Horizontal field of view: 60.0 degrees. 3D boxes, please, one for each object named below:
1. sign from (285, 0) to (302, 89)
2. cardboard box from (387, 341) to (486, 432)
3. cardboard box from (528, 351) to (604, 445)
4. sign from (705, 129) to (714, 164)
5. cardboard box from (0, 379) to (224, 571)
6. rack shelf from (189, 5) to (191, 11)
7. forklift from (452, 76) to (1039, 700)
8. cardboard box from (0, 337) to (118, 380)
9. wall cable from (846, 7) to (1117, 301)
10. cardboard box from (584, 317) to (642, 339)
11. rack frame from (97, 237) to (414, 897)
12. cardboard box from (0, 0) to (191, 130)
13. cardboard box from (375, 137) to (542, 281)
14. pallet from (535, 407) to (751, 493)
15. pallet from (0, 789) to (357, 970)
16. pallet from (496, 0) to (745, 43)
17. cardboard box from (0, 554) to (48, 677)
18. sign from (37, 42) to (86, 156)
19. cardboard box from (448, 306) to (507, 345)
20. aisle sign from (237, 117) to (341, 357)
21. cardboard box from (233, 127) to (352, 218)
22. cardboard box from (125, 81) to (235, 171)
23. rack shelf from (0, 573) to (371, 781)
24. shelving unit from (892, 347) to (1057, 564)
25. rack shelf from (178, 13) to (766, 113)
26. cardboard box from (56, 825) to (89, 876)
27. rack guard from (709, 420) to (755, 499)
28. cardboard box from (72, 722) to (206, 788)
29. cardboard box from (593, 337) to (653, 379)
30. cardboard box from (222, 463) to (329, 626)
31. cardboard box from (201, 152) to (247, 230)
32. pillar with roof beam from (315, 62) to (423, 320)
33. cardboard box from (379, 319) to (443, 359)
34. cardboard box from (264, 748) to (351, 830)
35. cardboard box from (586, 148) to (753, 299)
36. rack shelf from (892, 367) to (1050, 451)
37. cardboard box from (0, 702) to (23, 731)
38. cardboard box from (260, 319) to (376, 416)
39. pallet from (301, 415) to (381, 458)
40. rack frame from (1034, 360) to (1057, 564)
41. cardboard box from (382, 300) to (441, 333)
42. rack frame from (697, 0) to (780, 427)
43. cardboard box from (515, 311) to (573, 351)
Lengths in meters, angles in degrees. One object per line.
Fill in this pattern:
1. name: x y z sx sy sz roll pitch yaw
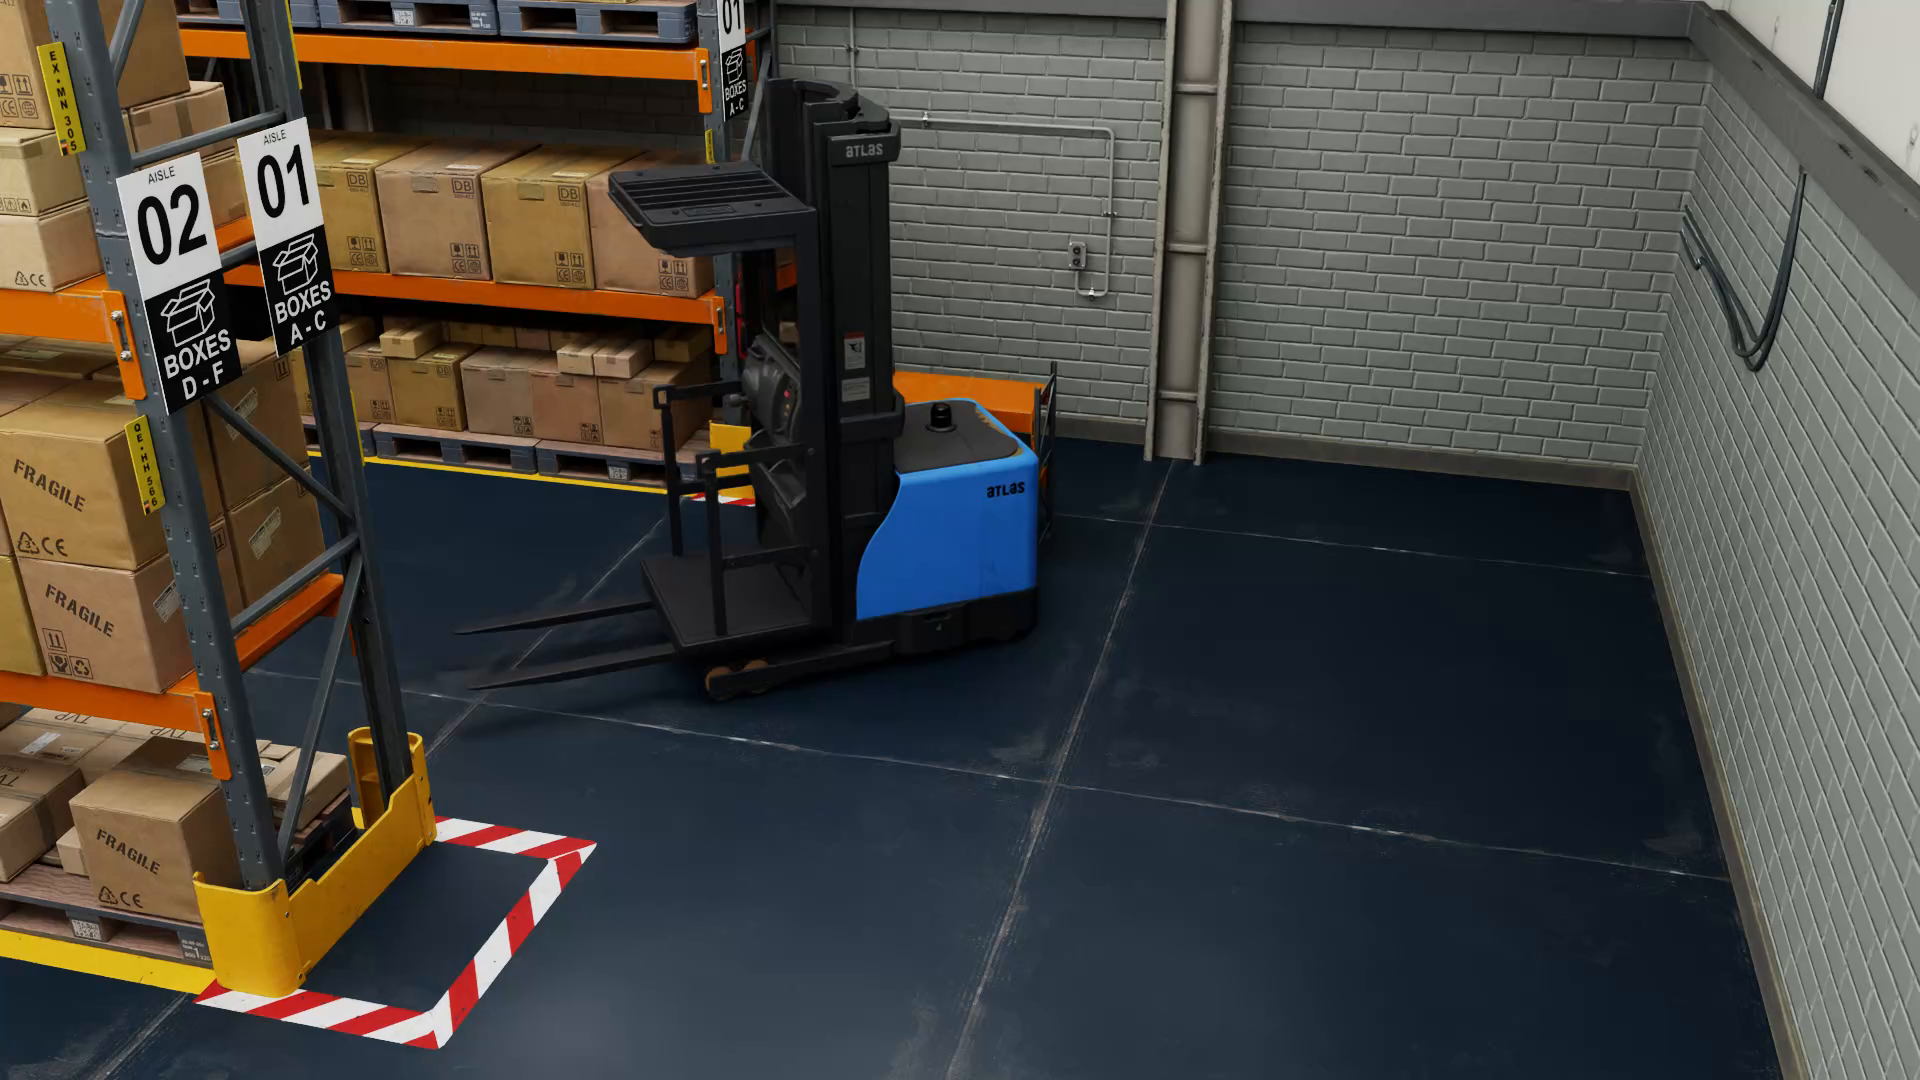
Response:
1. sign: -2.436 -1.788 6.010 0.005 0.325 0.100 6 26 13
2. cardboard box: -3.534 -1.131 11.556 0.500 0.500 0.700 7 26 14
3. cardboard box: -2.528 -1.024 11.330 0.500 0.500 0.700 6 26 13
4. sign: -1.489 -2.281 9.929 0.005 0.325 0.100 6 26 13
5. cardboard box: -3.070 -0.243 5.991 0.500 0.500 0.500 6 26 13
6. rack shelf: -7.152 -3.548 11.560 4.000 0.370 1.077 6 26 13
7. forklift: -1.141 -0.760 8.436 3.031 2.935 1.130 -10 27 -19
8. cardboard box: -3.443 -0.520 6.573 0.500 0.500 0.500 7 26 14
9. wall cable: 0.135 -2.591 11.021 1.851 1.984 0.084 6 26 13
10. cardboard box: -2.363 -1.387 11.338 0.250 0.149 0.380 6 26 13
11. rack frame: -2.571 0.187 6.368 0.127 3.000 1.000 6 26 13
12. cardboard box: -3.072 -1.712 5.588 0.500 0.500 0.700 6 26 13
13. cardboard box: -3.281 -2.220 11.075 0.700 0.700 0.980 5 26 10
14. pallet: -2.135 -0.670 11.411 1.213 0.211 1.003 6 26 13
15. pallet: -3.417 1.353 7.163 1.213 0.211 1.003 6 26 13
16. pallet: -2.062 -3.265 10.232 1.213 0.211 1.003 6 26 13
17. cardboard box: -3.576 0.153 6.323 0.500 0.500 0.500 7 26 13
18. sign: -2.728 -1.338 5.052 0.005 0.325 0.100 6 26 13
19. cardboard box: -3.346 -1.495 11.566 0.250 0.149 0.380 6 26 12
20. aisle sign: -2.432 -1.102 6.051 0.004 0.787 0.394 6 26 13
21. cardboard box: -4.693 -2.375 11.399 0.700 0.700 0.980 7 26 14
22. cardboard box: -3.003 -1.489 5.991 0.500 0.250 0.500 6 26 13
23. rack shelf: -4.508 0.298 6.972 4.000 0.370 1.077 6 26 13
24. shelving unit: 0.007 -0.507 10.007 1.048 1.125 0.538 6 26 13
25. rack shelf: -3.278 -3.119 10.660 4.000 0.370 1.077 6 26 13
26. cardboard box: -3.529 1.231 6.959 0.250 0.166 0.380 6 26 13
27. rack guard: -1.317 -0.745 11.232 0.348 0.500 1.175 6 26 13
28. cardboard box: -3.511 1.000 7.347 0.500 0.250 0.500 6 26 13
29. cardboard box: -2.213 -1.201 10.948 0.250 0.149 0.380 6 26 12
30. cardboard box: -2.935 -0.016 6.677 0.500 0.500 0.500 7 26 14
31. cardboard box: -3.005 -1.261 6.093 0.500 0.250 0.500 6 26 13
32. pillar with roof beam: -5.393 -3.506 7.145 0.400 9.000 9.100 6 26 13
33. cardboard box: -3.724 -1.367 11.296 0.250 0.149 0.380 6 26 12
34. cardboard box: -2.891 1.088 7.281 0.250 0.149 0.380 6 26 13
35. cardboard box: -1.837 -2.062 10.742 0.700 0.700 0.980 8 26 15
36. rack shelf: 0.007 -0.771 9.881 1.000 0.278 0.538 6 26 13
37. cardboard box: -4.624 0.886 7.292 0.637 0.503 0.797 6 26 13
38. cardboard box: -4.516 -1.242 11.789 0.500 0.500 0.700 7 26 14
39. pallet: -4.498 -0.931 11.960 1.213 0.211 1.003 6 26 13
40. rack frame: 0.499 -0.453 9.892 0.032 1.125 0.500 6 26 13
41. cardboard box: -3.841 -1.550 11.681 0.250 0.149 0.380 5 26 11
42. rack frame: -1.341 -1.876 10.701 0.127 3.000 1.000 6 26 13
43. cardboard box: -2.852 -1.441 11.451 0.250 0.149 0.380 7 26 14
